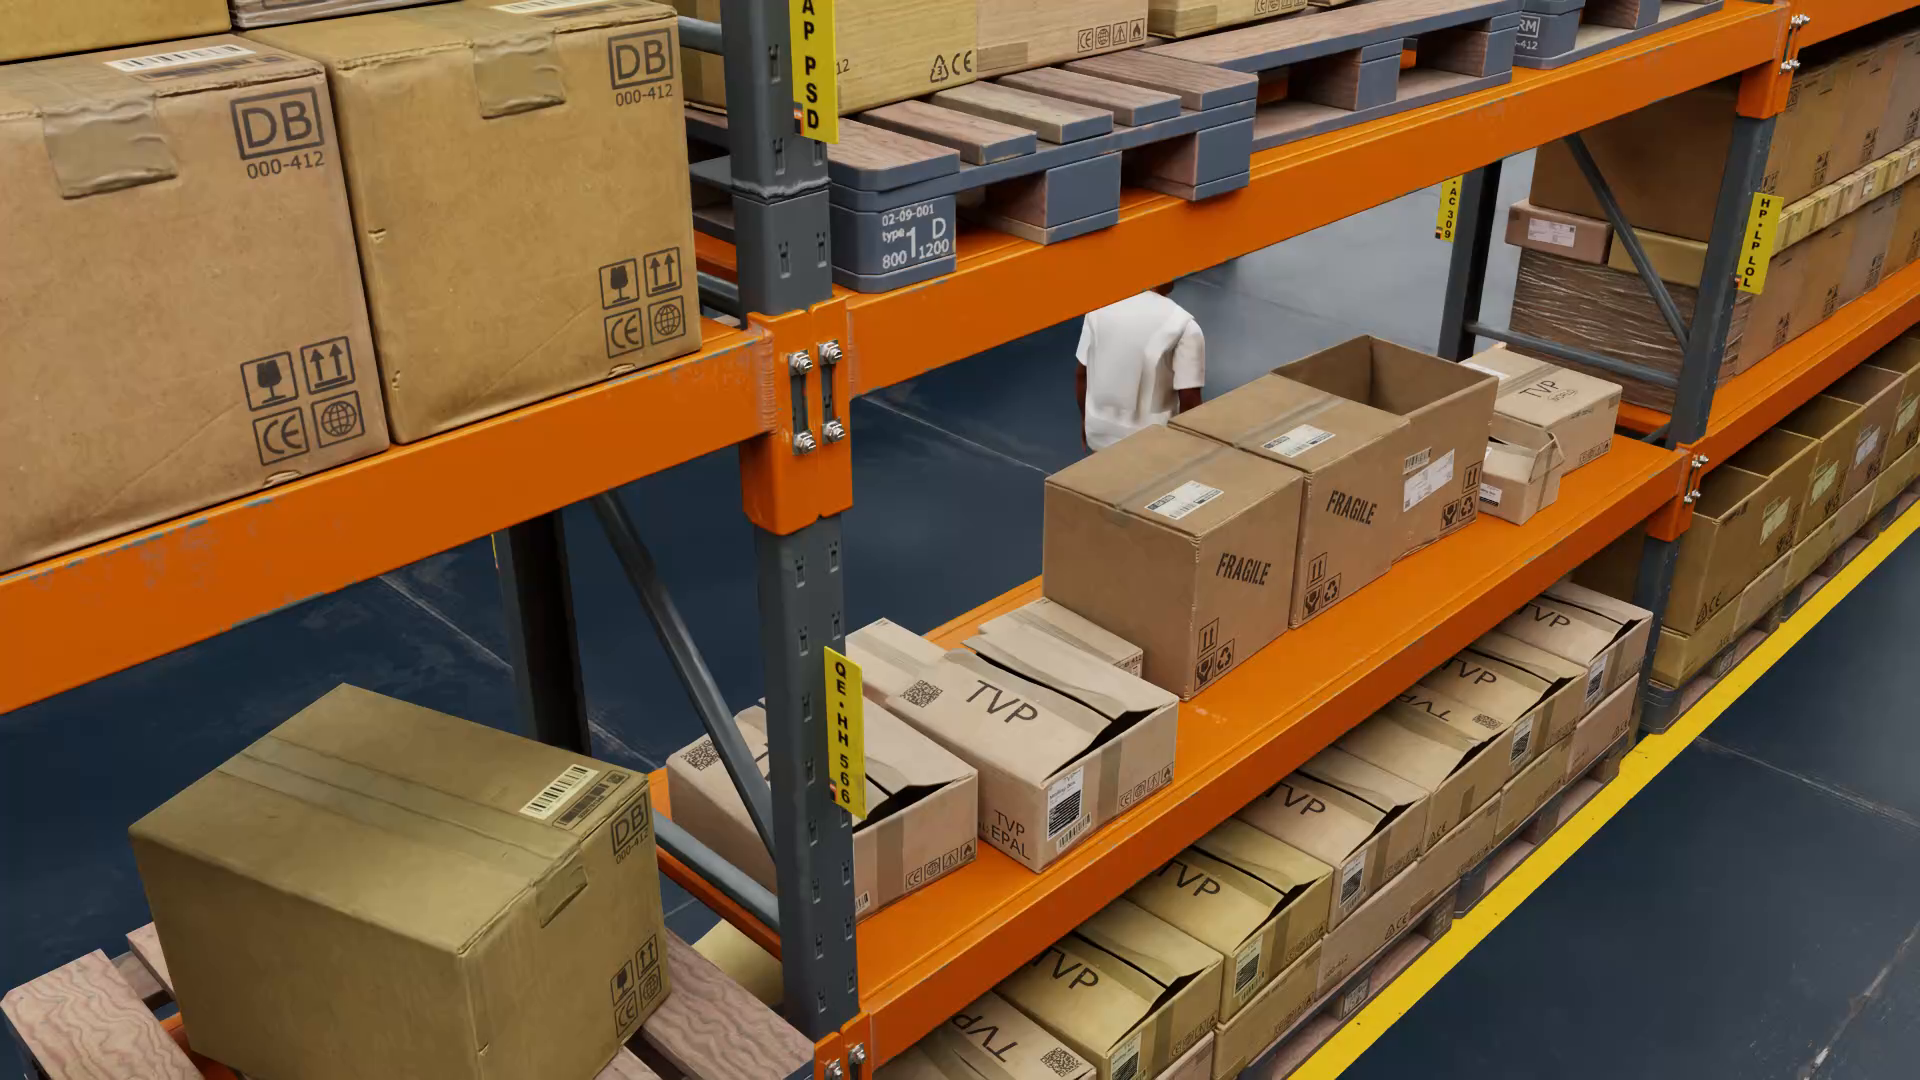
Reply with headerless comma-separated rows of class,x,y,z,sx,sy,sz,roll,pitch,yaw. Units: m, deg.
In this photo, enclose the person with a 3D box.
person,0.764,-0.433,6.930,0.632,1.759,0.462,22,35,36
